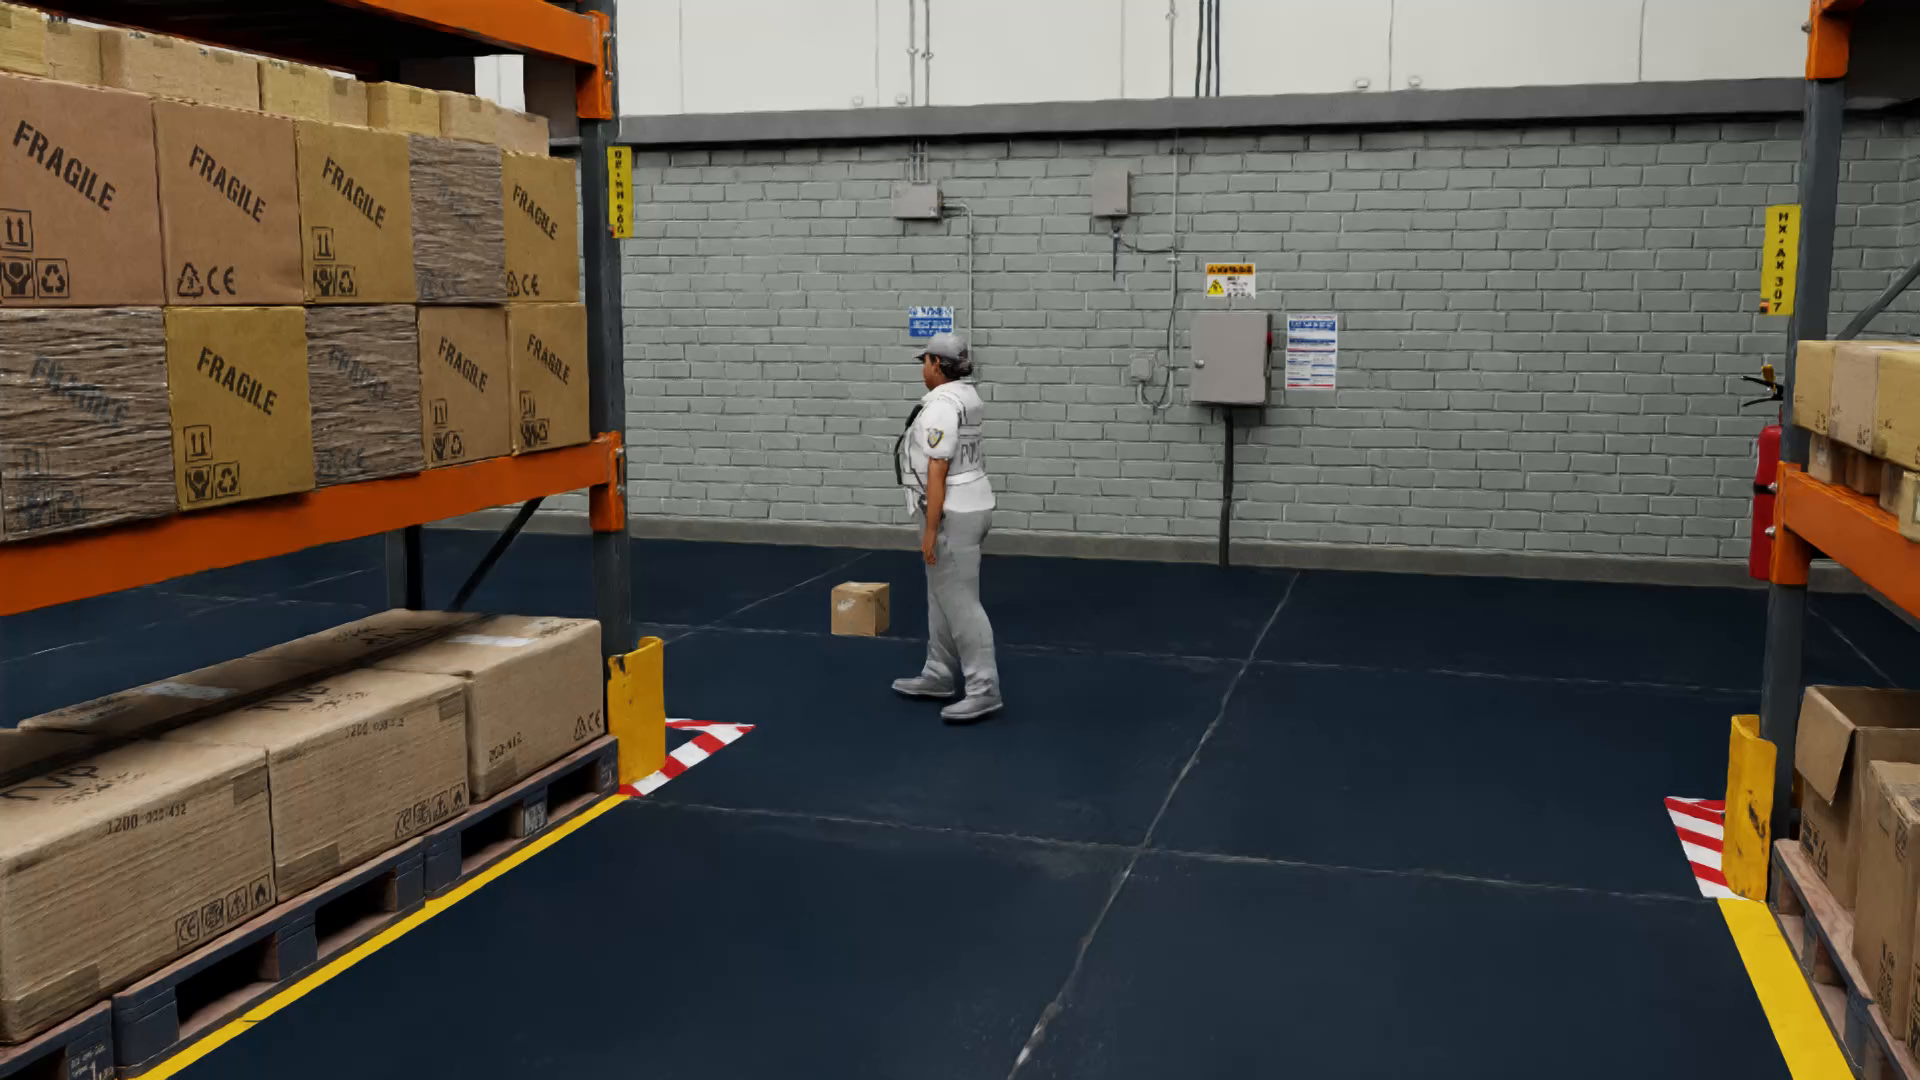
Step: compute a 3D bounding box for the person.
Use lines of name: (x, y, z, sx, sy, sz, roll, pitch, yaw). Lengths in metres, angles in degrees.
person: (-0.062, -0.090, 7.350, 0.582, 1.650, 0.681, 2, 9, 14)
